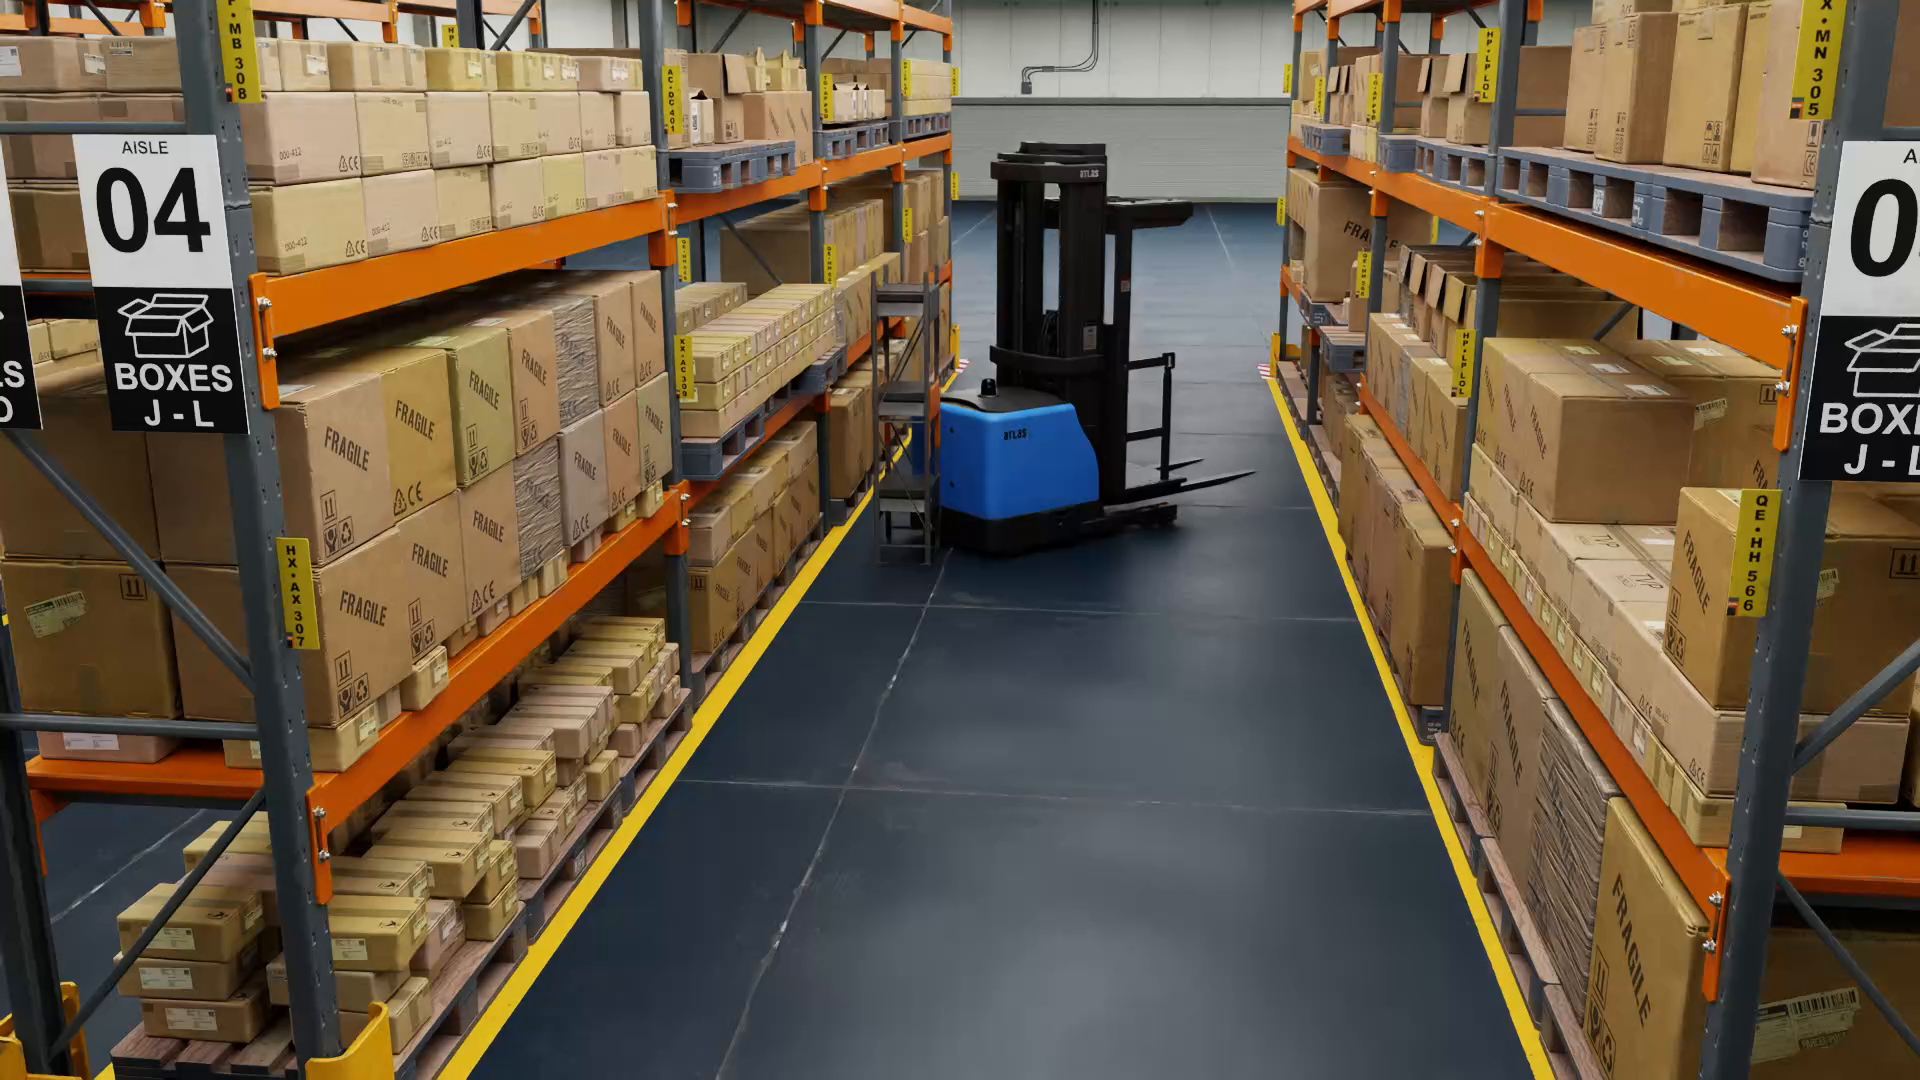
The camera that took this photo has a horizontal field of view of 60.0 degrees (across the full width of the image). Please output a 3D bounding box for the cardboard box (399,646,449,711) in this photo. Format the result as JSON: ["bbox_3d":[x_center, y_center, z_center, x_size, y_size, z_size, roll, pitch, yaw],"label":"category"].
[{"bbox_3d":[-1.977,0.466,5.673,0.380,0.149,0.250,1,15,5],"label":"cardboard box"}]

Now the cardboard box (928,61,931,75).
[{"bbox_3d":[-0.506,-4.999,17.615,0.380,0.149,0.250,2,15,6],"label":"cardboard box"}]

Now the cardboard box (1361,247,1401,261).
[{"bbox_3d":[3.756,-2.186,13.996,0.797,0.503,0.637,3,15,12],"label":"cardboard box"}]

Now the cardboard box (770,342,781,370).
[{"bbox_3d":[-1.315,-1.137,10.227,0.380,0.149,0.250,1,15,5],"label":"cardboard box"}]

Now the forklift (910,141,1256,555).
[{"bbox_3d":[1.089,-1.598,12.958,3.031,2.935,1.130,-12,19,-37],"label":"forklift"}]

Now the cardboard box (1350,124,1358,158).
[{"bbox_3d":[3.321,-3.113,12.970,0.500,0.250,0.500,2,15,8],"label":"cardboard box"}]

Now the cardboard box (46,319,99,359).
[{"bbox_3d":[-6.332,-1.409,11.457,0.500,0.250,0.500,1,15,5],"label":"cardboard box"}]

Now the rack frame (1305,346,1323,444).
[{"bbox_3d":[3.860,-2.385,15.737,1.000,3.000,0.127,2,15,6],"label":"rack frame"}]

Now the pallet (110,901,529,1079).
[{"bbox_3d":[-2.275,1.671,6.077,1.003,0.211,1.213,2,15,6],"label":"pallet"}]

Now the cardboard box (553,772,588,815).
[{"bbox_3d":[-1.878,1.137,7.369,0.380,0.149,0.250,2,15,7],"label":"cardboard box"}]

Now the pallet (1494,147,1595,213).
[{"bbox_3d":[2.855,-1.504,6.900,1.003,0.211,1.213,2,15,6],"label":"pallet"}]

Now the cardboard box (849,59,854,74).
[{"bbox_3d":[-1.275,-4.755,16.712,0.380,0.149,0.250,2,15,6],"label":"cardboard box"}]

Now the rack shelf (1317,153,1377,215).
[{"bbox_3d":[3.635,-2.967,13.521,1.077,0.370,4.000,2,15,6],"label":"rack shelf"}]

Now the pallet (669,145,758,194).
[{"bbox_3d":[-1.784,-1.997,8.915,1.213,0.211,1.003,2,15,6],"label":"pallet"}]

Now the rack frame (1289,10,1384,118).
[{"bbox_3d":[4.312,-6.319,18.791,1.000,3.000,0.127,2,15,6],"label":"rack frame"}]

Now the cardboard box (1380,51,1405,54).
[{"bbox_3d":[4.388,-4.895,17.551,0.500,0.500,0.500,2,15,6],"label":"cardboard box"}]

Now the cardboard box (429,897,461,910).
[{"bbox_3d":[-2.070,1.321,6.118,0.380,0.149,0.250,2,15,7],"label":"cardboard box"}]

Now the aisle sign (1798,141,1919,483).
[{"bbox_3d":[2.200,-0.518,3.851,0.394,0.787,0.004,2,15,6],"label":"aisle sign"}]

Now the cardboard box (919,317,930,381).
[{"bbox_3d":[-0.818,-2.130,18.058,0.875,0.875,0.875,2,15,7],"label":"cardboard box"}]

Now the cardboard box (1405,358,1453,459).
[{"bbox_3d":[2.854,-0.752,9.505,0.500,0.500,0.500,2,15,6],"label":"cardboard box"}]

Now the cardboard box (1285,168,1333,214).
[{"bbox_3d":[3.979,-3.963,18.894,0.500,0.500,0.500,2,15,6],"label":"cardboard box"}]

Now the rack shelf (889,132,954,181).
[{"bbox_3d":[-0.831,-4.177,17.995,1.077,0.370,4.000,2,15,6],"label":"rack shelf"}]

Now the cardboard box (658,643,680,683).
[{"bbox_3d":[-1.679,0.638,8.643,0.380,0.149,0.250,2,15,7],"label":"cardboard box"}]

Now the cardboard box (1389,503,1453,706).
[{"bbox_3d":[3.010,0.346,8.902,1.225,0.875,0.875,2,15,6],"label":"cardboard box"}]

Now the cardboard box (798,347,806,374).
[{"bbox_3d":[-1.226,-1.195,11.011,0.380,0.149,0.250,1,15,4],"label":"cardboard box"}]

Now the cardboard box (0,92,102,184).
[{"bbox_3d":[-2.612,-1.189,4.897,0.500,0.250,0.500,1,15,5],"label":"cardboard box"}]

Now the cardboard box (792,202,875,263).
[{"bbox_3d":[-1.163,-2.826,15.260,0.700,0.500,0.500,1,15,5],"label":"cardboard box"}]

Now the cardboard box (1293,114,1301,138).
[{"bbox_3d":[3.948,-4.547,18.272,0.500,0.250,0.500,1,15,5],"label":"cardboard box"}]

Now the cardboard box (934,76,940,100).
[{"bbox_3d":[-0.498,-4.970,18.271,0.500,0.250,0.500,2,15,6],"label":"cardboard box"}]

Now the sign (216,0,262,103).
[{"bbox_3d":[-1.872,-1.299,4.300,0.100,0.325,0.005,2,15,6],"label":"sign"}]

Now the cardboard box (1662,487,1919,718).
[{"bbox_3d":[2.300,0.160,4.606,0.500,0.500,0.500,2,15,7],"label":"cardboard box"}]

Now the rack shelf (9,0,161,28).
[{"bbox_3d":[-6.663,-3.477,10.425,1.077,0.370,4.000,2,15,6],"label":"rack shelf"}]

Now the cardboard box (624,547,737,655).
[{"bbox_3d":[-1.612,0.337,9.652,0.500,0.500,0.500,2,15,8],"label":"cardboard box"}]

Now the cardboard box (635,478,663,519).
[{"bbox_3d":[-1.680,-0.211,8.175,0.380,0.149,0.250,1,15,5],"label":"cardboard box"}]

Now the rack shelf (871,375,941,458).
[{"bbox_3d":[-0.382,-0.885,11.964,0.431,0.518,0.480,2,15,7],"label":"rack shelf"}]

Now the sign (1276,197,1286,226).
[{"bbox_3d":[3.772,-3.857,19.520,0.100,0.325,0.005,2,15,6],"label":"sign"}]

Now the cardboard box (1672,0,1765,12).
[{"bbox_3d":[2.744,-1.906,5.593,0.500,0.250,0.500,1,15,4],"label":"cardboard box"}]

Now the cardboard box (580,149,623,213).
[{"bbox_3d":[-1.814,-1.594,7.351,0.500,0.250,0.500,2,15,6],"label":"cardboard box"}]

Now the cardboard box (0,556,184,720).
[{"bbox_3d":[-2.616,0.239,5.272,0.500,0.500,0.500,2,15,7],"label":"cardboard box"}]

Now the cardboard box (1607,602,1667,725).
[{"bbox_3d":[2.355,0.391,5.188,0.500,0.250,0.500,1,15,5],"label":"cardboard box"}]

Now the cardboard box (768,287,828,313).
[{"bbox_3d":[-1.138,-1.683,11.677,0.380,0.149,0.250,2,15,6],"label":"cardboard box"}]

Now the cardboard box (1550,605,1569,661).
[{"bbox_3d":[2.392,0.350,6.104,0.380,0.149,0.250,2,15,7],"label":"cardboard box"}]

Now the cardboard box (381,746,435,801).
[{"bbox_3d":[-2.407,0.960,6.882,0.380,0.149,0.250,1,15,4],"label":"cardboard box"}]

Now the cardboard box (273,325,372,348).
[{"bbox_3d":[-2.499,-0.512,6.134,0.500,0.500,0.500,2,15,9],"label":"cardboard box"}]

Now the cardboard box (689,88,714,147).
[{"bbox_3d":[-1.651,-2.313,9.087,0.500,0.311,0.500,1,15,5],"label":"cardboard box"}]

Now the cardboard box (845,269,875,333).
[{"bbox_3d":[-1.019,-2.069,14.375,0.500,0.500,0.500,2,15,6],"label":"cardboard box"}]

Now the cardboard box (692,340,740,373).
[{"bbox_3d":[-1.433,-1.013,9.197,0.380,0.149,0.250,2,15,8],"label":"cardboard box"}]

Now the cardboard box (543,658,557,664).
[{"bbox_3d":[-2.258,0.700,8.414,0.380,0.149,0.250,2,15,7],"label":"cardboard box"}]

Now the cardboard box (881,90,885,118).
[{"bbox_3d":[-0.977,-3.996,15.240,0.500,0.250,0.500,2,15,7],"label":"cardboard box"}]

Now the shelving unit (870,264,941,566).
[{"bbox_3d":[-0.382,-0.898,11.960,0.431,2.100,0.503,2,15,7],"label":"shelving unit"}]

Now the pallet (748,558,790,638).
[{"bbox_3d":[-1.738,0.344,10.985,1.003,0.211,1.213,2,15,6],"label":"pallet"}]

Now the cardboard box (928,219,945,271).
[{"bbox_3d":[-0.643,-3.427,19.301,0.875,0.550,0.550,2,15,6],"label":"cardboard box"}]

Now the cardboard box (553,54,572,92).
[{"bbox_3d":[-1.833,-1.932,6.881,0.380,0.149,0.250,1,15,4],"label":"cardboard box"}]

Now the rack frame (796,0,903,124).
[{"bbox_3d":[-1.057,-5.454,15.591,1.000,3.000,0.127,2,15,6],"label":"rack frame"}]

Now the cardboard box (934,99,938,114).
[{"bbox_3d":[-0.450,-4.747,18.210,0.380,0.149,0.250,2,15,7],"label":"cardboard box"}]

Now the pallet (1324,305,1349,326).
[{"bbox_3d":[3.592,-1.770,13.829,1.003,0.211,1.213,2,15,6],"label":"pallet"}]

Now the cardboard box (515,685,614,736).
[{"bbox_3d":[-1.797,0.774,7.572,0.380,0.149,0.250,1,15,4],"label":"cardboard box"}]

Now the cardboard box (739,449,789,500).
[{"bbox_3d":[-1.444,-0.431,11.055,0.500,0.250,0.500,2,15,8],"label":"cardboard box"}]
